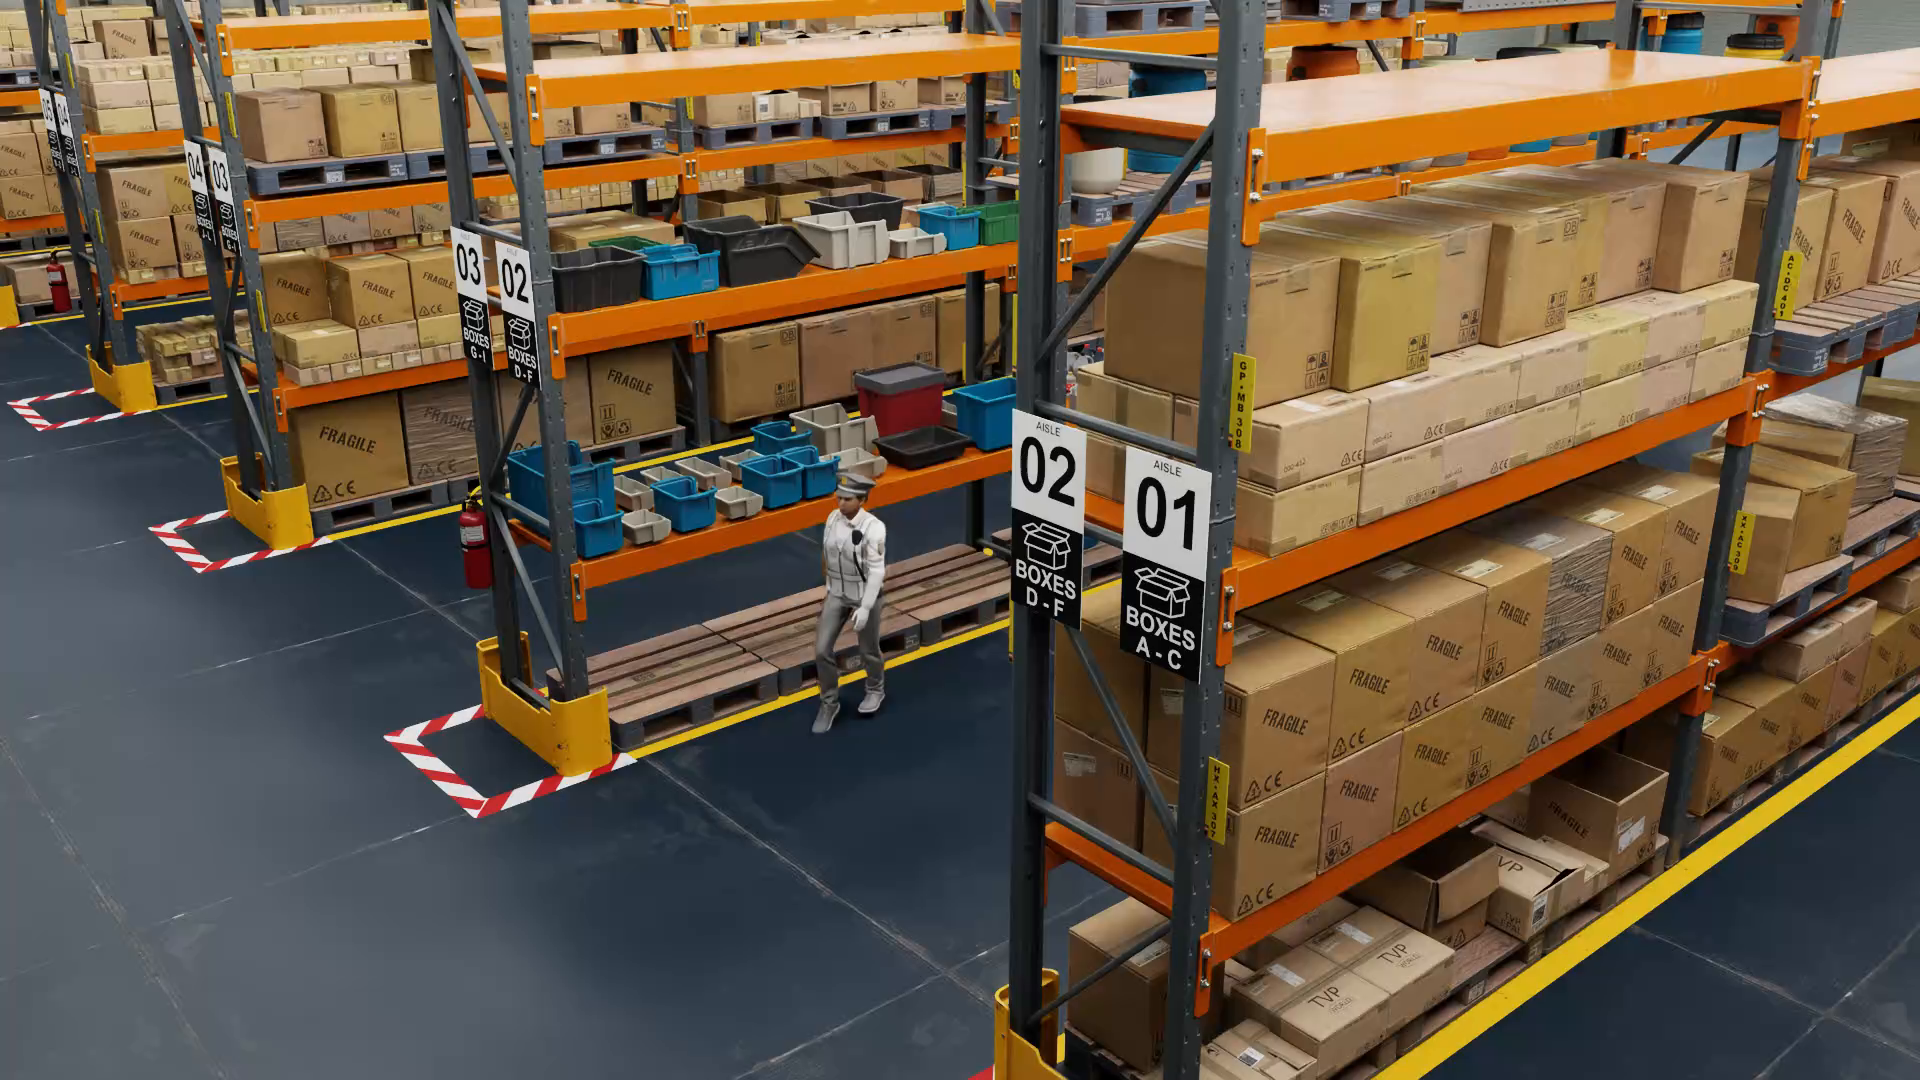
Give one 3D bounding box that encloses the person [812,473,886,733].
[{"bbox_3d":[-0.681,0.396,10.559,0.496,1.745,0.590,11,24,26],"label":"person"}]
